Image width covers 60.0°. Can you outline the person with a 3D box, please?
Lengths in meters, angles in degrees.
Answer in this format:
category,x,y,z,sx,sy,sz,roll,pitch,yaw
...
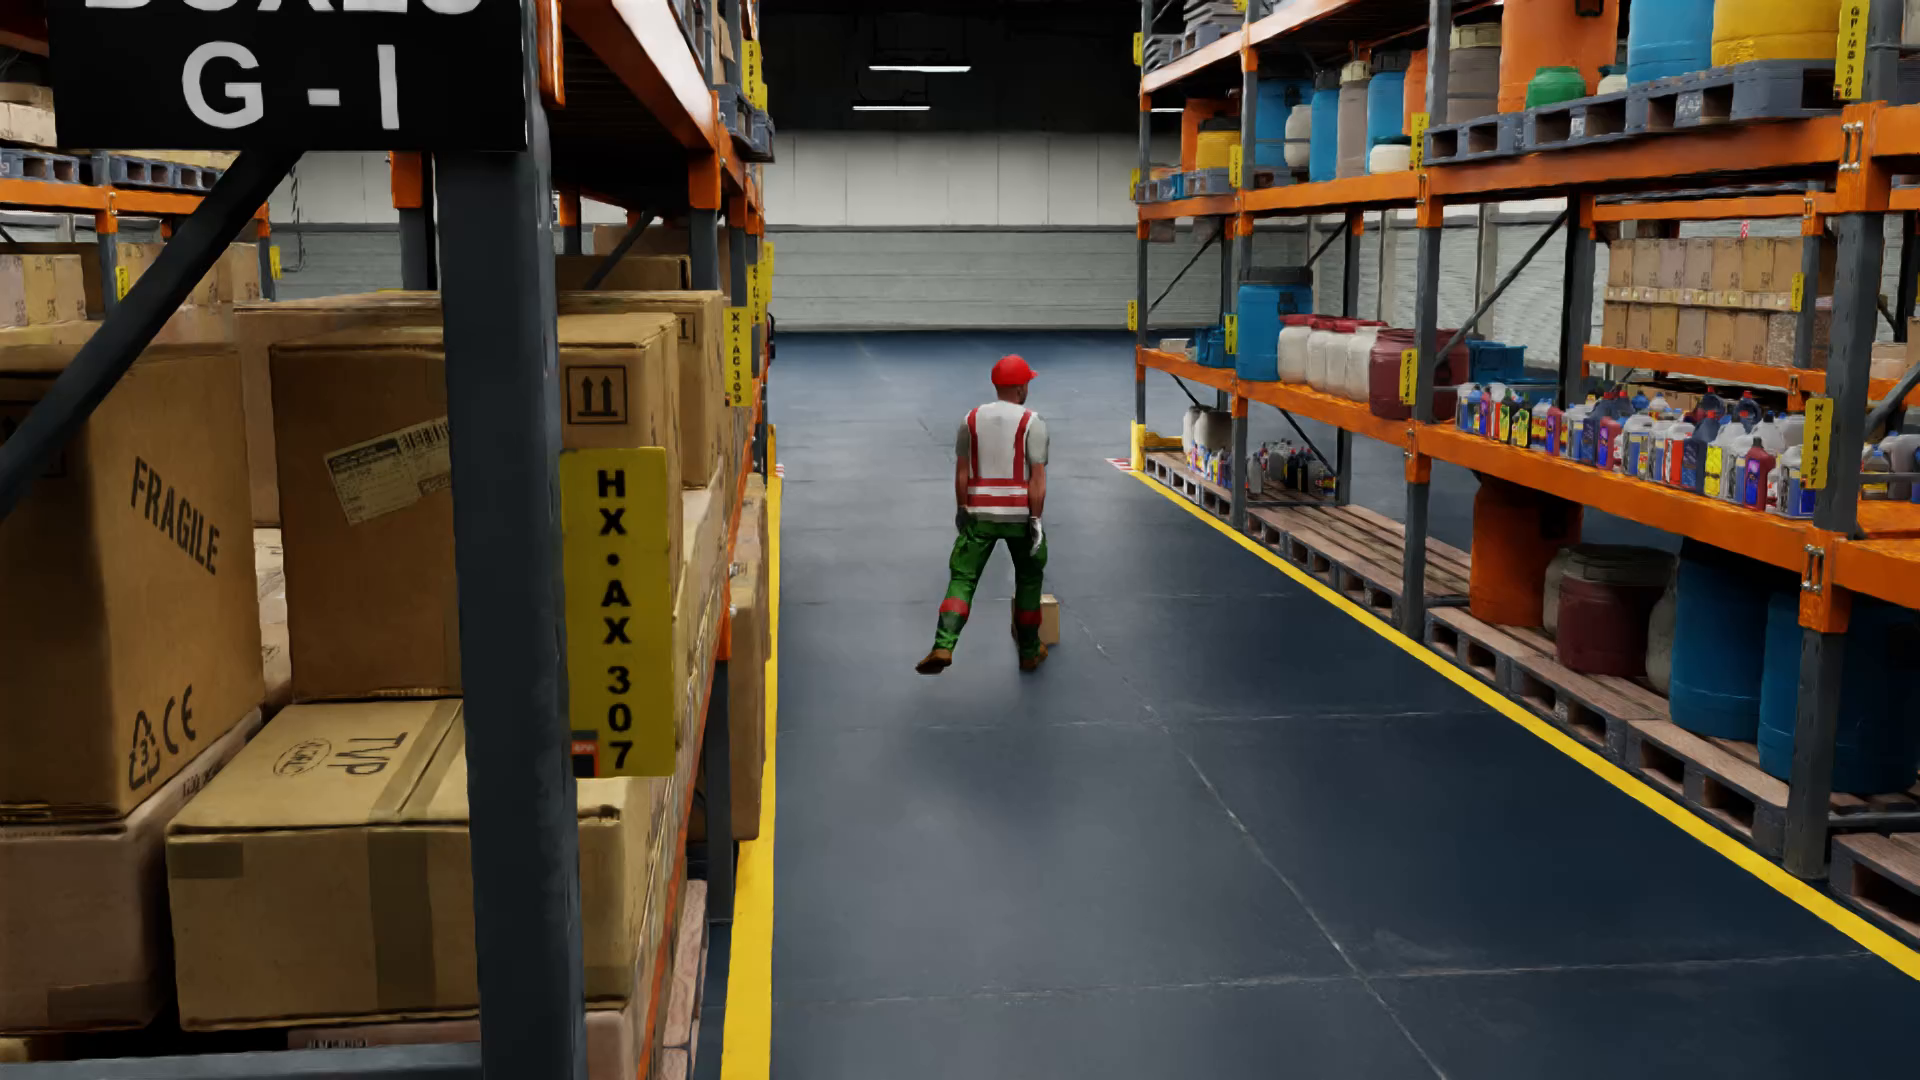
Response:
category,x,y,z,sx,sy,sz,roll,pitch,yaw
person,0.163,-0.120,9.076,0.643,1.767,0.974,3,10,15
